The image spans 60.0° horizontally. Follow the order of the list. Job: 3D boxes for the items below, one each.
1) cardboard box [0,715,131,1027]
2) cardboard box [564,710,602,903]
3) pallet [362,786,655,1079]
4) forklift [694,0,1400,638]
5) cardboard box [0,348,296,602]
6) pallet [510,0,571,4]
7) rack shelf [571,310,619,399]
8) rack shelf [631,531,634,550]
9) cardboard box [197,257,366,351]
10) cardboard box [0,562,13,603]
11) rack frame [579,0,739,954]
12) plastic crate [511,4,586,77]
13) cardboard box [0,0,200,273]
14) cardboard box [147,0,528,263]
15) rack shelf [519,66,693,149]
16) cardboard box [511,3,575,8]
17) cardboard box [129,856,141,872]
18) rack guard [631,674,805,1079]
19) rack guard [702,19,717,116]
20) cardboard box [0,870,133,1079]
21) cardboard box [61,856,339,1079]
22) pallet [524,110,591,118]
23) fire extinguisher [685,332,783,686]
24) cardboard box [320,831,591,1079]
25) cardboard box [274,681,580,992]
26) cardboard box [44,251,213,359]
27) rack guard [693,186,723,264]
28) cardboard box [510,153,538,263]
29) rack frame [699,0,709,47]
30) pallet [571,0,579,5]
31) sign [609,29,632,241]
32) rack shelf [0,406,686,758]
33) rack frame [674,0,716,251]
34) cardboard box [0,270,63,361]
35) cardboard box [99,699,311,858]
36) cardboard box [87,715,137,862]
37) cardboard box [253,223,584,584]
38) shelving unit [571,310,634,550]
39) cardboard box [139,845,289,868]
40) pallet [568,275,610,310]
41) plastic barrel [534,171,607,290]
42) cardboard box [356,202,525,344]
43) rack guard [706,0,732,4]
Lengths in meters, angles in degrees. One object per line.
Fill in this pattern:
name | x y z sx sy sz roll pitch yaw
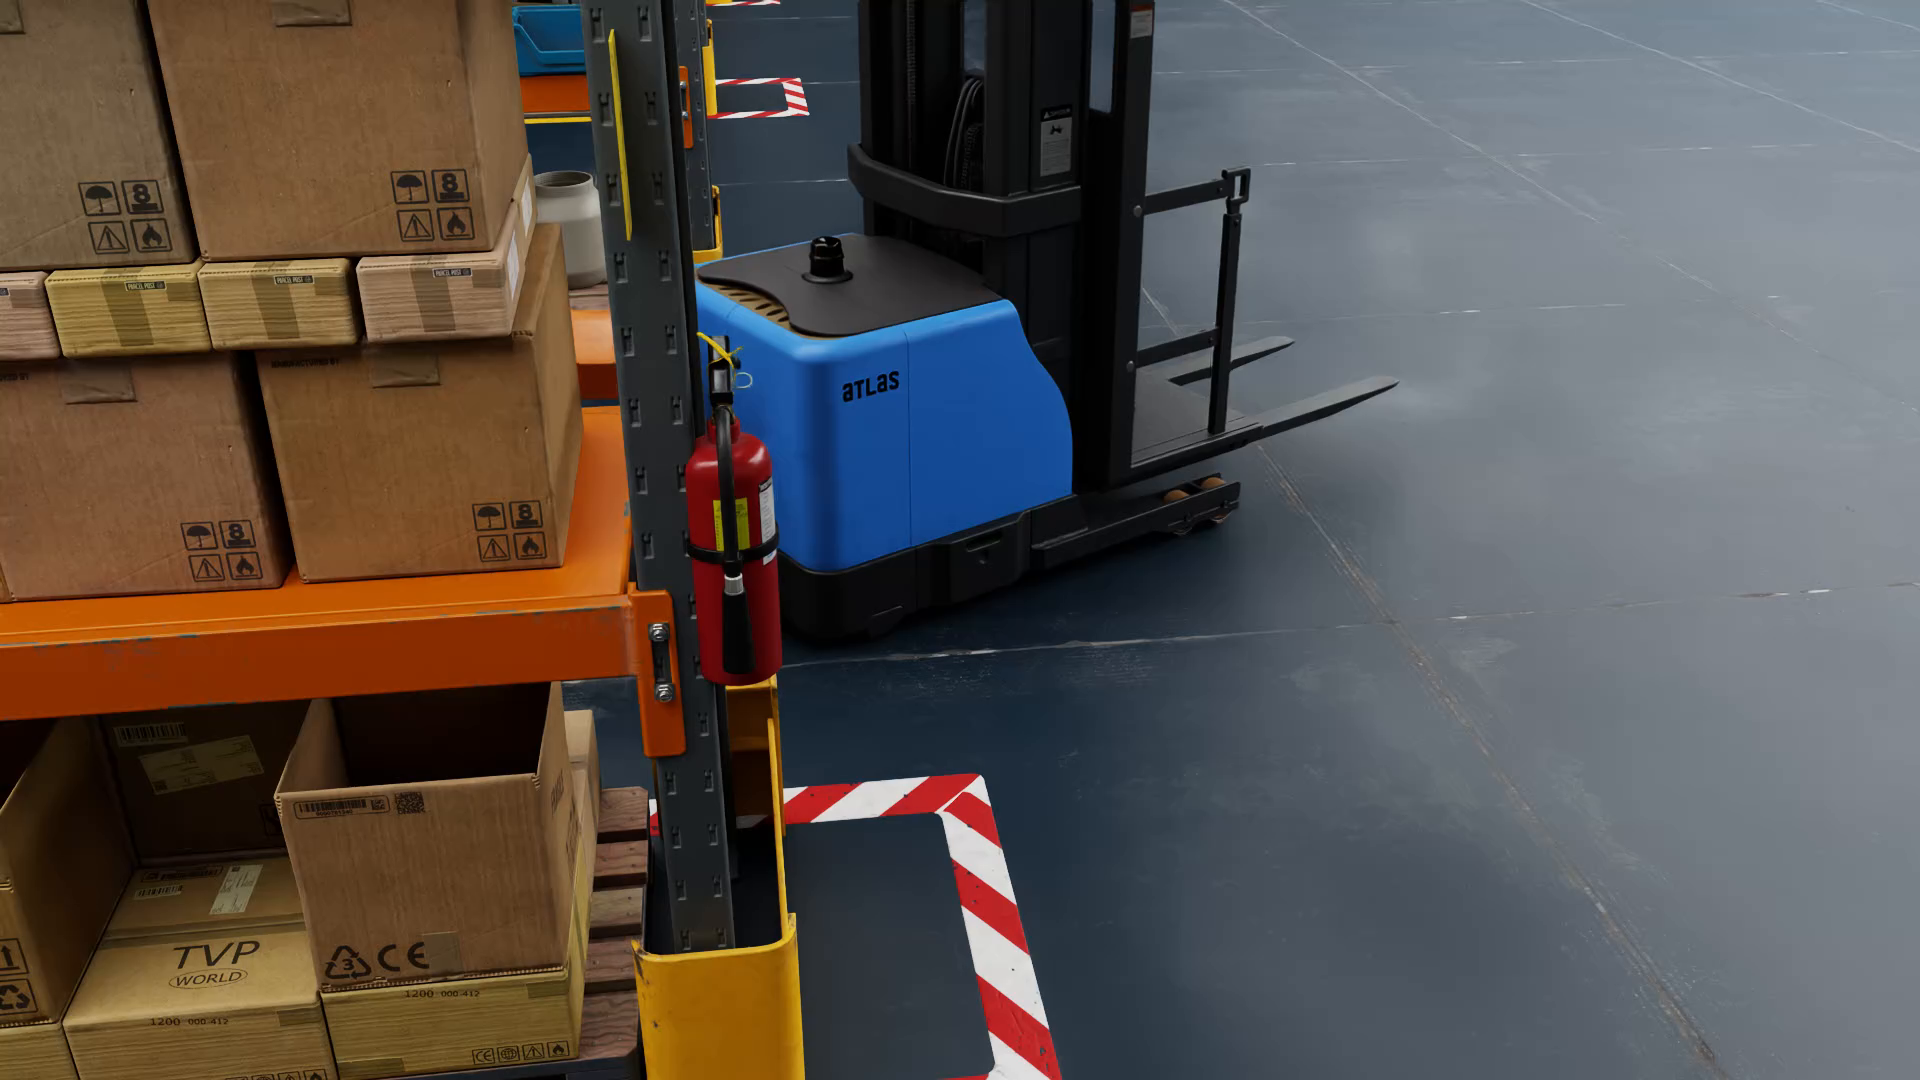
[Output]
cardboard box | -2.096 0.654 3.419 0.500 0.500 0.500 -4 27 -7
cardboard box | -1.180 0.683 4.186 0.500 0.250 0.500 -4 27 -7
pallet | -1.369 1.021 4.029 1.213 0.211 1.003 -4 27 -7
forklift | 0.458 -1.499 5.961 3.031 2.935 1.130 -19 32 -32
cardboard box | -1.601 -0.272 3.385 0.500 0.500 0.700 -3 27 -6
pallet | -4.571 -5.612 16.955 1.213 0.211 1.003 -4 27 -7
rack shelf | -1.520 -0.556 5.460 1.000 0.278 0.538 0 27 -1
rack shelf | -1.520 -0.078 5.705 1.000 0.278 0.538 0 27 -1
cardboard box | -1.229 -0.493 3.104 0.250 0.149 0.380 -3 27 -6
cardboard box | -2.094 -0.243 3.329 0.500 0.500 0.700 -3 27 -7
rack frame | -0.618 -0.287 3.524 0.127 3.000 1.000 -4 27 -7
plastic crate | -1.758 -2.294 7.597 0.616 0.251 0.499 -4 27 -7
cardboard box | -1.654 -0.846 3.082 0.500 0.500 0.700 -4 27 -8
cardboard box | -1.134 -0.882 3.152 0.500 0.500 0.700 -4 27 -7
rack shelf | -3.285 -2.080 7.805 4.000 0.370 1.077 -4 27 -7
cardboard box | -3.202 -3.755 12.560 0.500 0.500 0.500 3 27 6
cardboard box | -2.170 0.748 4.059 0.500 0.250 0.500 -4 27 -7
rack guard | -0.594 0.823 4.098 0.348 0.500 1.175 -4 27 -7
rack guard | -2.069 -3.649 12.814 0.348 0.500 1.175 -4 27 -7
cardboard box | -2.096 0.987 3.593 0.500 0.250 0.500 -4 27 -7
cardboard box | -1.601 0.954 3.657 0.500 0.250 0.500 -4 27 -7
pallet | -2.879 -3.485 12.810 1.213 0.211 1.003 -4 27 -7
fire extinguisher | -0.436 -0.050 3.147 0.183 0.674 0.296 -4 27 -7
cardboard box | -1.108 0.917 3.729 0.500 0.250 0.500 -4 27 -7
cardboard box | -1.107 0.584 3.556 0.500 0.500 0.500 -4 27 -7
cardboard box | -1.482 -0.476 3.073 0.250 0.149 0.380 -4 27 -8
rack guard | -1.373 -1.389 8.409 0.348 0.500 1.175 -4 27 -7
cardboard box | -1.036 -0.693 3.494 0.250 0.149 0.380 -4 27 -7
rack frame | -1.994 -4.766 12.253 0.127 3.000 1.000 -4 27 -7
pallet | -3.366 -5.688 17.104 1.213 0.211 1.003 -4 27 -7
sign | -0.556 -0.662 2.726 0.005 0.325 0.100 -4 27 -7
rack shelf | -2.598 0.160 3.441 4.000 0.370 1.077 -4 27 -7
rack frame | -1.304 -2.527 7.889 0.127 3.000 1.000 -4 27 -7
cardboard box | -1.731 -0.461 3.043 0.250 0.149 0.380 -3 27 -6
cardboard box | -1.675 0.382 3.951 0.500 0.500 0.500 -4 27 -7
cardboard box | -2.168 0.419 3.877 0.500 0.500 0.500 -4 27 -7
cardboard box | -1.082 -0.308 3.455 0.500 0.500 0.700 -4 27 -7
shelving unit | -1.520 -0.295 5.594 1.048 1.125 0.538 0 27 -1
cardboard box | -1.674 0.716 4.120 0.500 0.250 0.500 -4 27 -7
pallet | -2.178 -1.211 8.379 1.213 0.211 1.003 -4 27 -7
plastic barrel | -1.945 -1.530 8.212 0.421 0.512 0.421 0 27 0
cardboard box | -0.970 -0.510 3.138 0.250 0.149 0.380 -4 27 -8
rack guard | -2.561 -5.904 17.209 0.348 0.500 1.175 -4 27 -7
